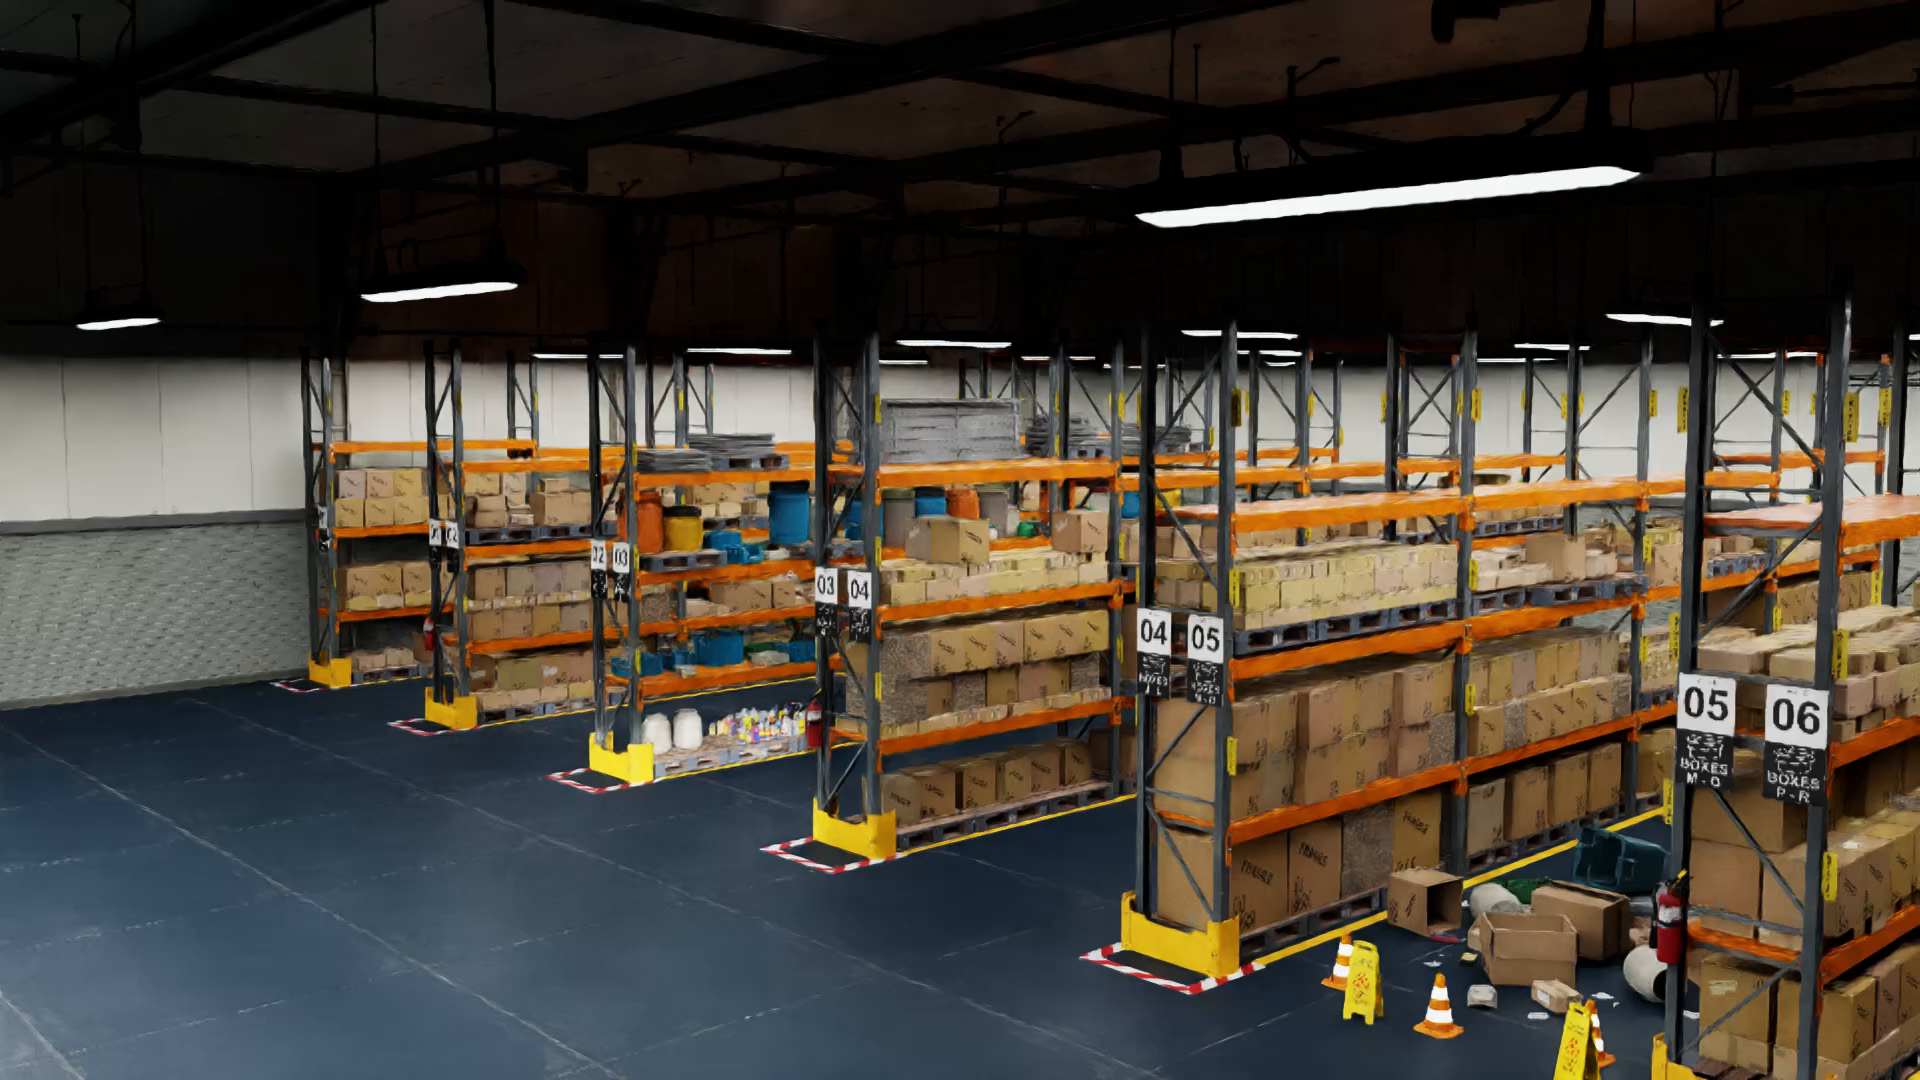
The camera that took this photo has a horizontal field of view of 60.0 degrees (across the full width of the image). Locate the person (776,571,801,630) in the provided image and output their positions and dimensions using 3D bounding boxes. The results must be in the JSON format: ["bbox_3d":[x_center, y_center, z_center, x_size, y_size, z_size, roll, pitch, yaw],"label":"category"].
[{"bbox_3d":[-3.637,1.236,34.730,0.528,1.728,1.032,4,6,39],"label":"person"}]
